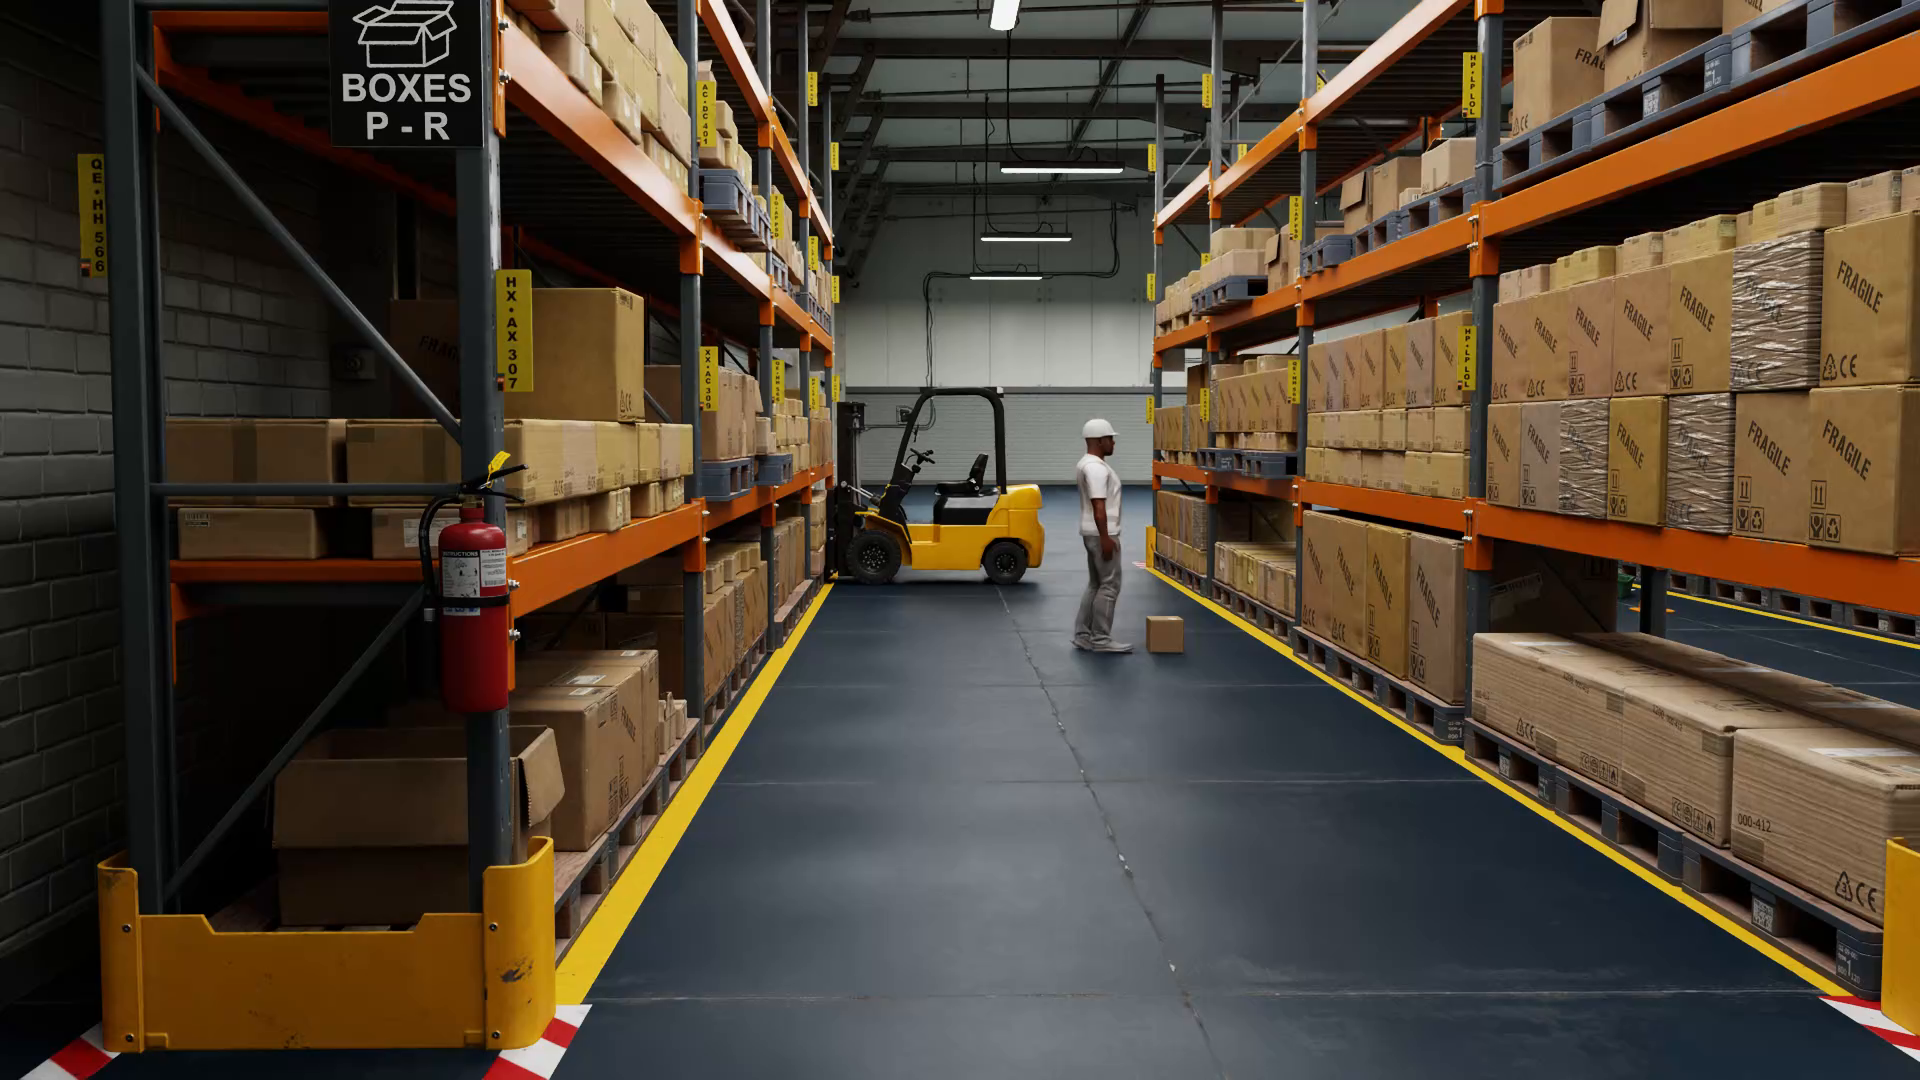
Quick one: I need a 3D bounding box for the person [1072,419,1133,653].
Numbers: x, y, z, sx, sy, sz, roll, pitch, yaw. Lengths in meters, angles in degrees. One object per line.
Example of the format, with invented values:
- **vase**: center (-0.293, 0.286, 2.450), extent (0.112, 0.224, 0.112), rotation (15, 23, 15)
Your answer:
- **person**: center (1.083, 0.004, 12.613), extent (0.446, 1.833, 0.571), rotation (0, 4, -1)
